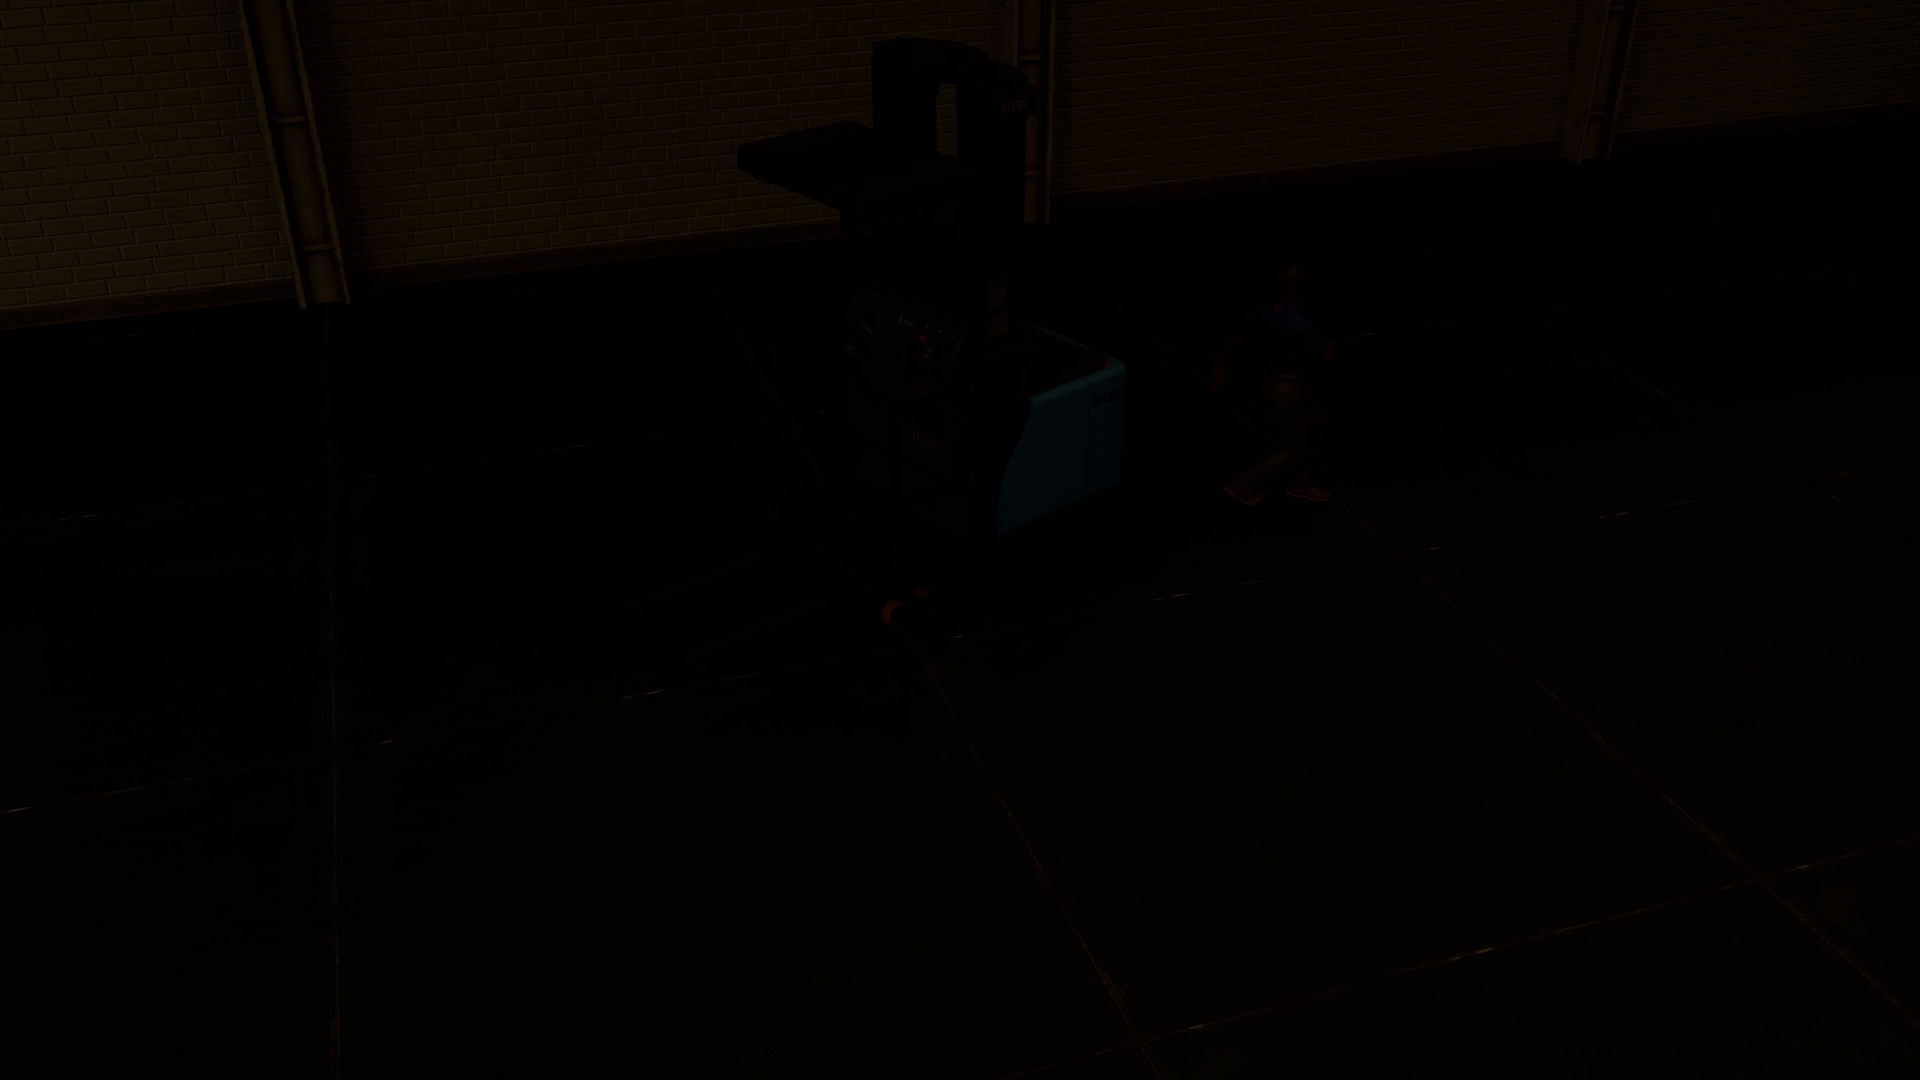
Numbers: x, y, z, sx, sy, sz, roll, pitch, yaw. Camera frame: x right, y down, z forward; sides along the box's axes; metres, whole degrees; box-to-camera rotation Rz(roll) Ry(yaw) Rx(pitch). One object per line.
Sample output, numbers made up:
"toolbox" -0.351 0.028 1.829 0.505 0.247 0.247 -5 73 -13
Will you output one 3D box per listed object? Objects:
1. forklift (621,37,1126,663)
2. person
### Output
"forklift" -0.461 -1.072 8.951 3.031 2.935 1.130 -23 37 -34
"person" 1.954 -0.938 10.098 0.783 1.577 0.503 -4 30 -7
